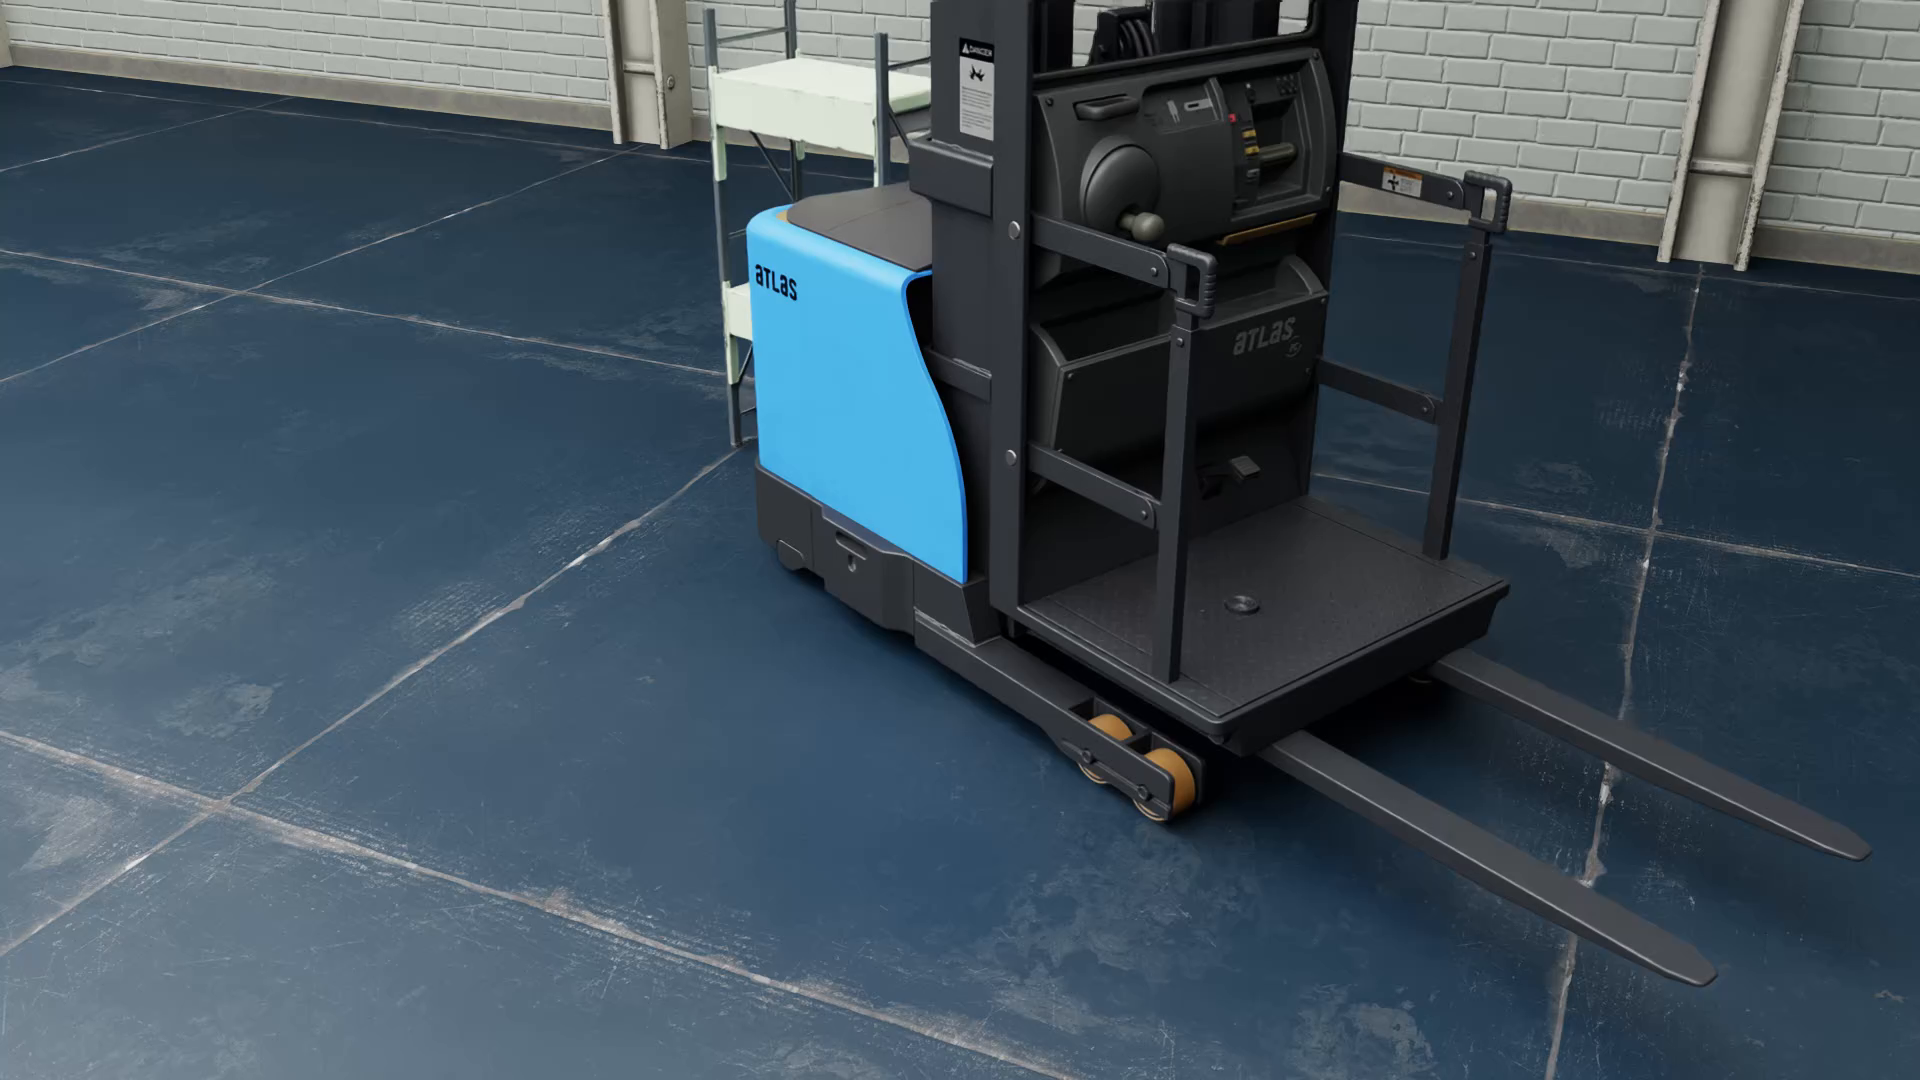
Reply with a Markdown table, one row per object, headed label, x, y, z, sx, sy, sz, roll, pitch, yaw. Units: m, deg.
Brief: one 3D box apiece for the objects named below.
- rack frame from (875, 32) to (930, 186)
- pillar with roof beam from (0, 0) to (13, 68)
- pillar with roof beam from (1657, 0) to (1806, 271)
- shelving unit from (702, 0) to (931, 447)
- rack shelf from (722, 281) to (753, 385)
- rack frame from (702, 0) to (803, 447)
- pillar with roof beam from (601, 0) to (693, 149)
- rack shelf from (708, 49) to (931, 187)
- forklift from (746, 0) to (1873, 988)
| label | x | y | z | sx | sy | sz | roll | pitch | yaw |
| --- | --- | --- | --- | --- | --- | --- | --- | --- | --- |
| rack frame | -0.116 | -0.873 | 5.325 | 0.023 | 1.500 | 0.400 | 20 | 32 | 34 |
| pillar with roof beam | -9.125 | -5.861 | 6.967 | 0.400 | 9.000 | 9.100 | 11 | 28 | 22 |
| pillar with roof beam | 1.799 | -3.667 | 2.510 | 0.400 | 9.000 | 9.100 | 11 | 28 | 22 |
| shelving unit | -0.400 | -0.975 | 5.532 | 0.755 | 1.500 | 0.431 | 20 | 32 | 34 |
| rack shelf | -0.400 | -0.682 | 5.676 | 0.720 | 0.370 | 0.431 | 20 | 32 | 34 |
| rack frame | -0.684 | -1.077 | 5.739 | 0.023 | 1.500 | 0.400 | 20 | 32 | 34 |
| pillar with roof beam | -3.663 | -4.764 | 4.738 | 0.400 | 9.000 | 9.100 | 11 | 28 | 22 |
| rack shelf | -0.400 | -1.325 | 5.360 | 0.720 | 0.370 | 0.431 | 20 | 32 | 34 |
| forklift | 0.689 | -0.905 | 3.770 | 1.130 | 2.935 | 3.031 | -19 | 32 | -34 |
